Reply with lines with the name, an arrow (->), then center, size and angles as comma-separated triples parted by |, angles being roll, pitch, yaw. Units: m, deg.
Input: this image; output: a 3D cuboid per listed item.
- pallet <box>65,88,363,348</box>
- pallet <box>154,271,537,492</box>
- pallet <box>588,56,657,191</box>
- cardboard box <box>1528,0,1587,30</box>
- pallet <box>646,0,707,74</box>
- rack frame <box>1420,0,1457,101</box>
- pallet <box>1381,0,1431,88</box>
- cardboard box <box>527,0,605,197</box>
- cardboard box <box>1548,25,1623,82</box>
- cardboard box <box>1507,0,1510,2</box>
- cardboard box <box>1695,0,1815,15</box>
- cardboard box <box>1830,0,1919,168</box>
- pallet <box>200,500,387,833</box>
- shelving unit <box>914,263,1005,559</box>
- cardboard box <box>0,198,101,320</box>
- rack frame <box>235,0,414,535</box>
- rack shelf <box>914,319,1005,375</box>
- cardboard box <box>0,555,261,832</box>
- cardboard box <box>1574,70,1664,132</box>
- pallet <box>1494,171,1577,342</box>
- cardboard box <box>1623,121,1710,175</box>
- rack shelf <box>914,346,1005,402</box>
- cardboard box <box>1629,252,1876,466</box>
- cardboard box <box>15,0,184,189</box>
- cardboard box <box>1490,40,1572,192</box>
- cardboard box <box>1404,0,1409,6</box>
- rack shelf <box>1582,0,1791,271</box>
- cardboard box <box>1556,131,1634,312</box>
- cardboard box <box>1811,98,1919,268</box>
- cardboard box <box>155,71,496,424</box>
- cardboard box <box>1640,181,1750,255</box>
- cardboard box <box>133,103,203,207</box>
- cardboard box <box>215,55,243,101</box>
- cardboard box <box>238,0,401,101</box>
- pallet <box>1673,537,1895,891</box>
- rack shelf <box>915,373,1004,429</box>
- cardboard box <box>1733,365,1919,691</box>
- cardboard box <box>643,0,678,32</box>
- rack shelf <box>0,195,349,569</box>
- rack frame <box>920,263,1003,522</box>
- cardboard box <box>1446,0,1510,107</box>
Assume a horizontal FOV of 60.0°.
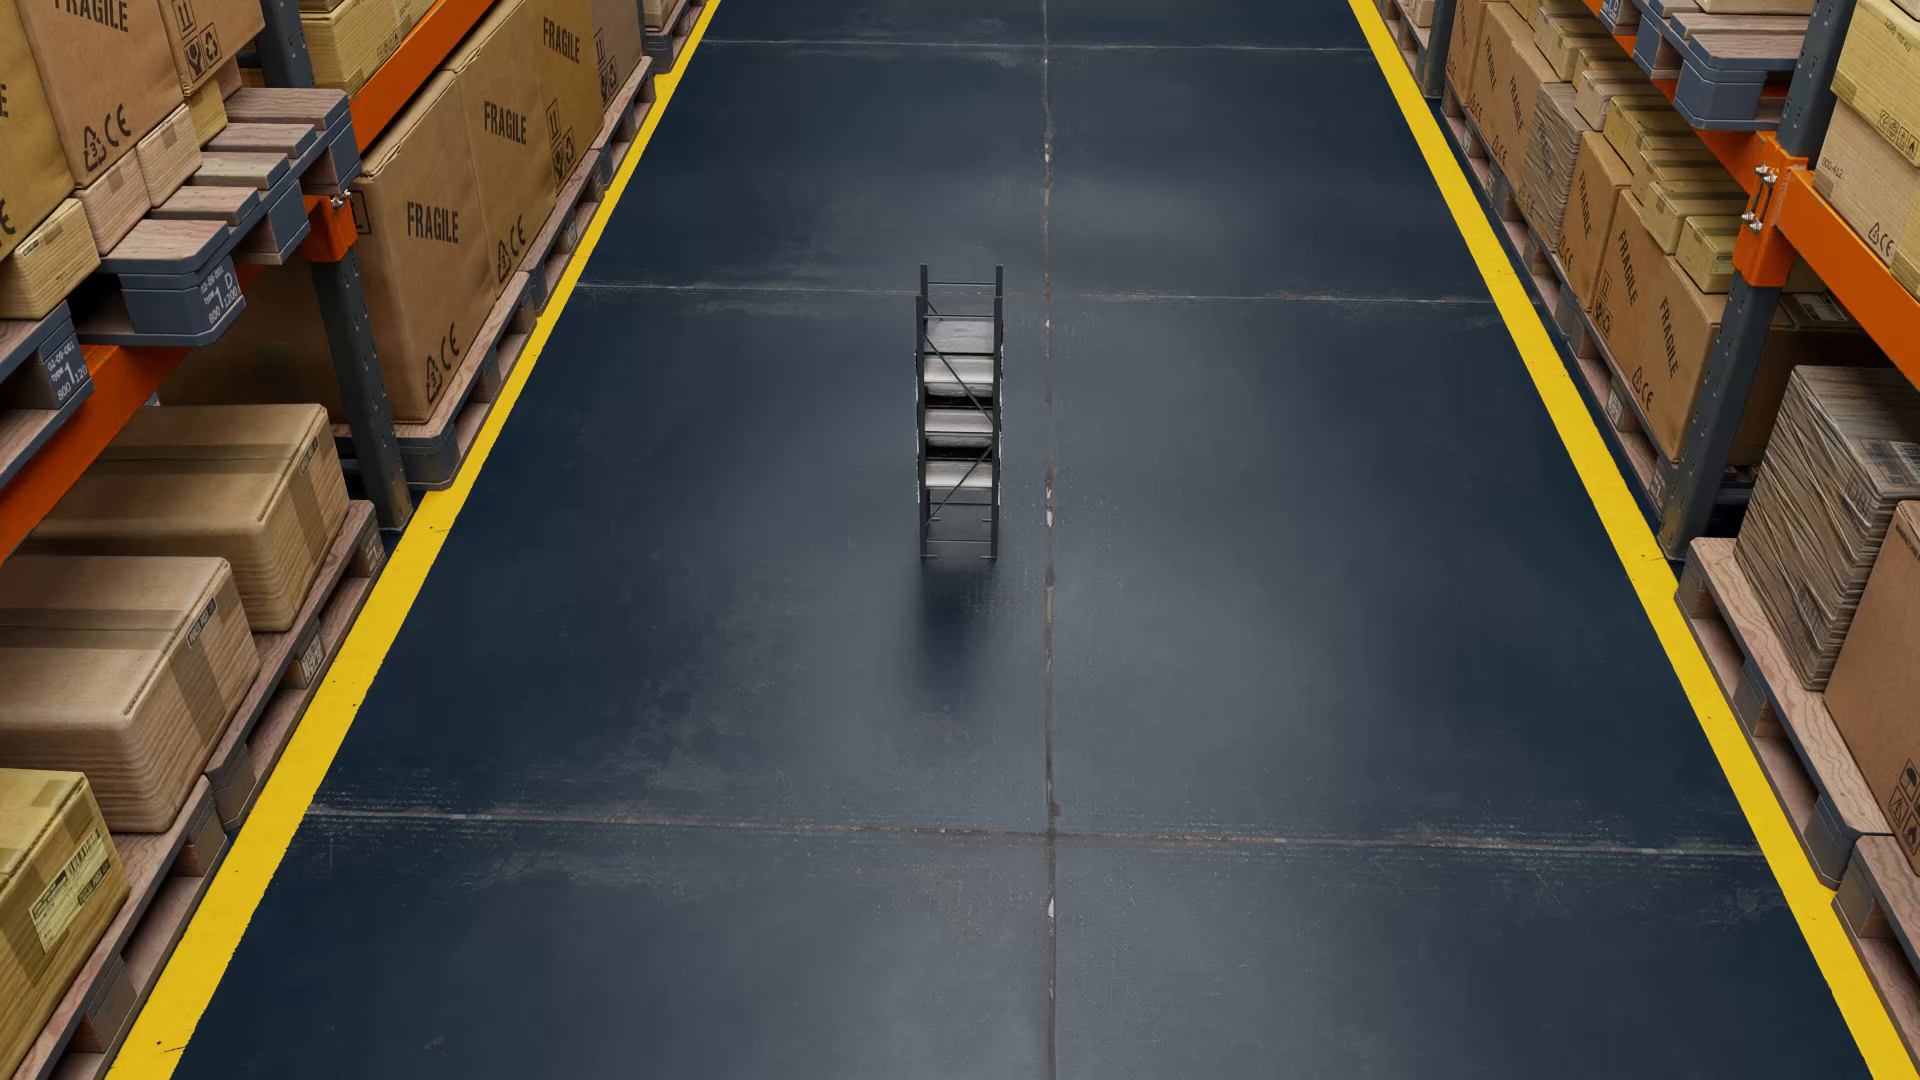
pallet -> -2.189, -0.802, 3.949 | 1.213, 0.211, 1.003 | 1, 35, 2
pallet -> -2.160, -0.603, 5.924 | 1.003, 0.211, 1.213 | 1, 35, 2
pallet -> -2.062, -2.004, 7.918 | 1.003, 0.211, 1.213 | 1, 35, 2
cardboard box -> 2.643, -2.226, 7.053 | 0.380, 0.149, 0.250 | 1, 35, 1
pallet -> -1.997, -2.885, 9.171 | 1.003, 0.211, 1.213 | 1, 35, 2
rack frame -> 2.854, -3.478, 7.590 | 1.000, 3.000, 0.127 | 1, 35, 2
pallet -> 2.882, -2.731, 8.953 | 1.003, 0.211, 1.213 | 1, 35, 2
cardboard box -> -2.079, -2.016, 6.992 | 0.875, 0.875, 0.875 | 2, 35, 3
cardboard box -> 2.584, -1.941, 6.647 | 0.380, 0.149, 0.250 | 3, 35, 4
cardboard box -> 2.640, -2.532, 7.488 | 0.380, 0.149, 0.250 | 0, 35, 1
cardboard box -> 2.336, -1.635, 4.821 | 0.380, 0.149, 0.250 | 2, 35, 3
cardboard box -> 2.406, -1.074, 3.865 | 0.500, 0.250, 0.500 | 1, 35, 2
pallet -> -2.299, 0.298, 4.643 | 1.003, 0.211, 1.213 | 1, 35, 2
shelving unit -> 0.000, -0.373, 4.998 | 0.258, 0.900, 0.210 | 1, 35, 2
cardboard box -> -1.964, -0.563, 3.296 | 0.380, 0.149, 0.250 | 2, 35, 3
rack frame -> -2.267, -1.292, 4.480 | 1.000, 3.000, 0.127 | 1, 35, 2
rack shelf -> 0.000, -0.566, 4.862 | 0.258, 0.077, 0.200 | 1, 35, 2
cardboard box -> -2.321, 0.360, 4.050 | 0.950, 0.372, 0.625 | 1, 35, 1
cardboard box -> 2.541, -1.645, 6.227 | 0.380, 0.149, 0.250 | 0, 35, 0
pallet -> 2.813, -1.166, 6.726 | 1.003, 0.211, 1.213 | 1, 35, 2
cardboard box -> 2.551, -1.342, 5.796 | 0.380, 0.149, 0.250 | 2, 35, 3
rack shelf -> 0.000, -0.493, 4.914 | 0.258, 0.077, 0.200 | 1, 35, 2
cardboard box -> 2.495, -0.577, 5.271 | 0.500, 0.500, 0.500 | 2, 35, 3
cardboard box -> -2.017, -1.062, 3.441 | 0.500, 0.500, 0.500 | 1, 35, 1
cardboard box -> 2.574, -1.761, 6.956 | 0.500, 0.500, 0.500 | 0, 35, 0
cardboard box -> 2.597, -3.063, 9.012 | 0.396, 0.266, 0.258 | 3, 35, 4
rack shelf -> 2.774, -2.034, 6.162 | 1.077, 0.370, 4.000 | 1, 35, 2
cardboard box -> 2.544, -1.165, 6.107 | 0.500, 0.500, 0.500 | 3, 35, 4
cardboard box -> 2.431, -0.869, 4.008 | 0.500, 0.250, 0.500 | 1, 35, 2
cardboard box -> -2.156, -0.990, 5.532 | 0.875, 0.875, 0.875 | 1, 35, 1
cardboard box -> 2.440, -1.041, 5.368 | 0.380, 0.149, 0.250 | 0, 35, -1
cardboard box -> -1.948, -0.866, 3.727 | 0.380, 0.149, 0.250 | 1, 35, 1
cardboard box -> -2.045, -1.167, 4.156 | 0.380, 0.149, 0.250 | 3, 35, 4
cardboard box -> -1.996, -1.506, 4.915 | 0.500, 0.250, 0.500 | 1, 35, 1
pallet -> 2.621, 0.433, 4.450 | 1.003, 0.211, 1.213 | 1, 35, 2
rack shelf -> 0.000, -0.419, 4.965 | 0.258, 0.077, 0.200 | 1, 35, 2
cardboard box -> 2.654, -0.022, 4.373 | 0.875, 0.625, 0.625 | 2, 35, 3
cardboard box -> -1.973, -3.072, 8.876 | 0.875, 0.438, 0.875 | 1, 35, 1
rack shelf -> -2.347, 0.151, 3.052 | 1.077, 0.370, 4.000 | 1, 35, 2
rack frame -> 0.004, -0.431, 5.081 | 0.240, 0.900, 0.006 | 1, 35, 2
cardboard box -> 2.610, -2.354, 7.800 | 0.500, 0.500, 0.500 | 3, 35, 4
